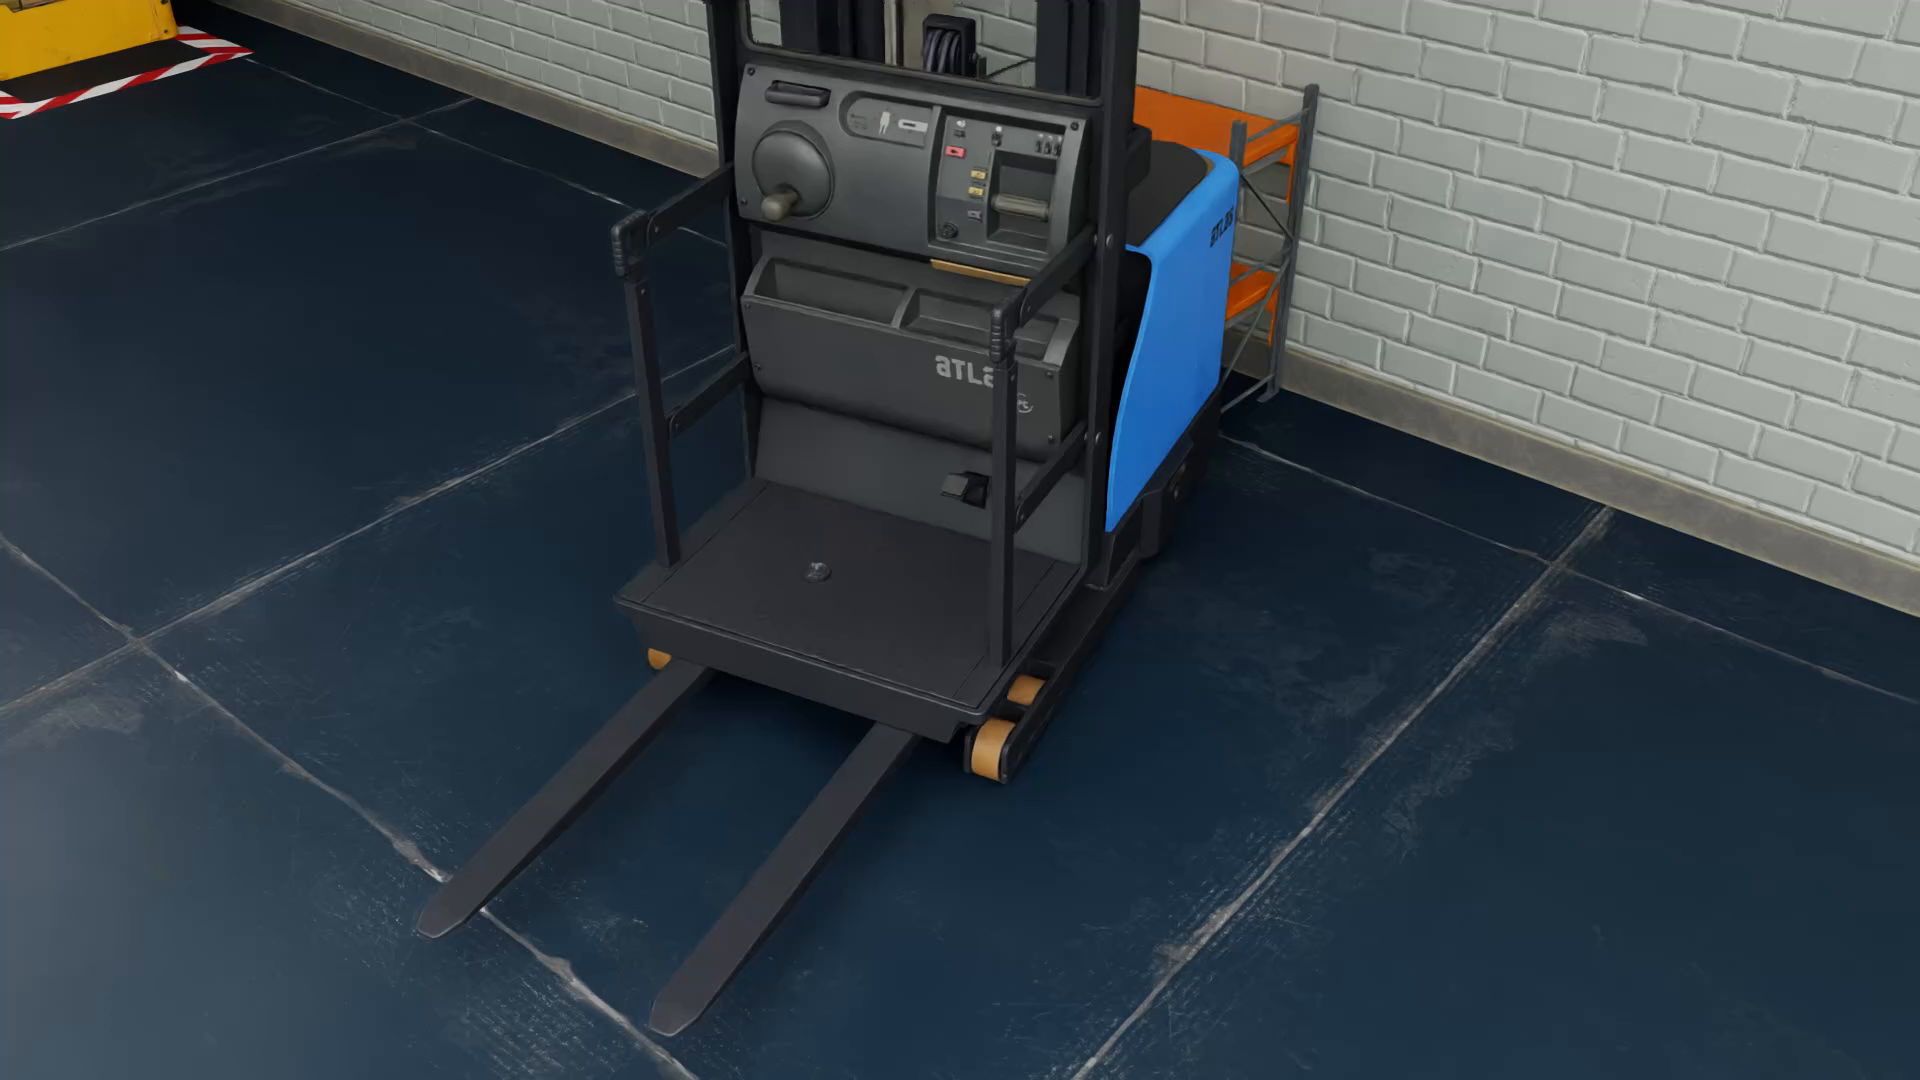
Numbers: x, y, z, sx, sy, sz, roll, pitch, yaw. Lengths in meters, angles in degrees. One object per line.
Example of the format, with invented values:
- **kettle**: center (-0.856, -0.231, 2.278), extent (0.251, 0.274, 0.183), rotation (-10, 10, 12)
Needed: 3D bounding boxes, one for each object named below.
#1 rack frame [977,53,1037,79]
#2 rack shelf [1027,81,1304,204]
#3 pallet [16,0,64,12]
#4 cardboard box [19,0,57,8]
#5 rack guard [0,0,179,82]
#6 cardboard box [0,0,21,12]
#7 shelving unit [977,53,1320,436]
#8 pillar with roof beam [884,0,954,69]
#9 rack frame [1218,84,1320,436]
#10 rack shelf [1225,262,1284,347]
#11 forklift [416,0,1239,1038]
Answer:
- **rack frame**: center (0.203, -1.265, 6.087), extent (0.032, 1.125, 0.500), rotation (24, 40, 31)
- **rack shelf**: center (0.603, -1.332, 5.663), extent (1.000, 0.278, 0.538), rotation (24, 40, 31)
- **pallet**: center (-5.536, -3.022, 9.463), extent (1.213, 0.211, 1.003), rotation (25, 42, 32)
- **cardboard box**: center (-5.174, -3.215, 9.340), extent (0.500, 0.250, 0.500), rotation (25, 42, 32)
- **rack guard**: center (-4.903, -2.873, 8.992), extent (0.348, 0.500, 1.175), rotation (25, 42, 32)
- **cardboard box**: center (-5.485, -2.985, 9.004), extent (0.500, 0.250, 0.500), rotation (26, 42, 32)
- **shelving unit**: center (0.599, -1.087, 5.823), extent (1.048, 1.125, 0.538), rotation (24, 40, 31)
- **pillar with roof beam**: center (-3.023, -2.983, 1.645), extent (0.400, 9.000, 9.100), rotation (25, 42, 32)
- **rack frame**: center (0.994, -0.908, 5.558), extent (0.032, 1.125, 0.500), rotation (24, 40, 31)
- **rack shelf**: center (0.595, -0.882, 5.956), extent (1.000, 0.278, 0.538), rotation (24, 40, 31)
- **forklift**: center (-0.230, -0.866, 3.921), extent (1.130, 2.935, 3.031), rotation (15, 37, 21)
